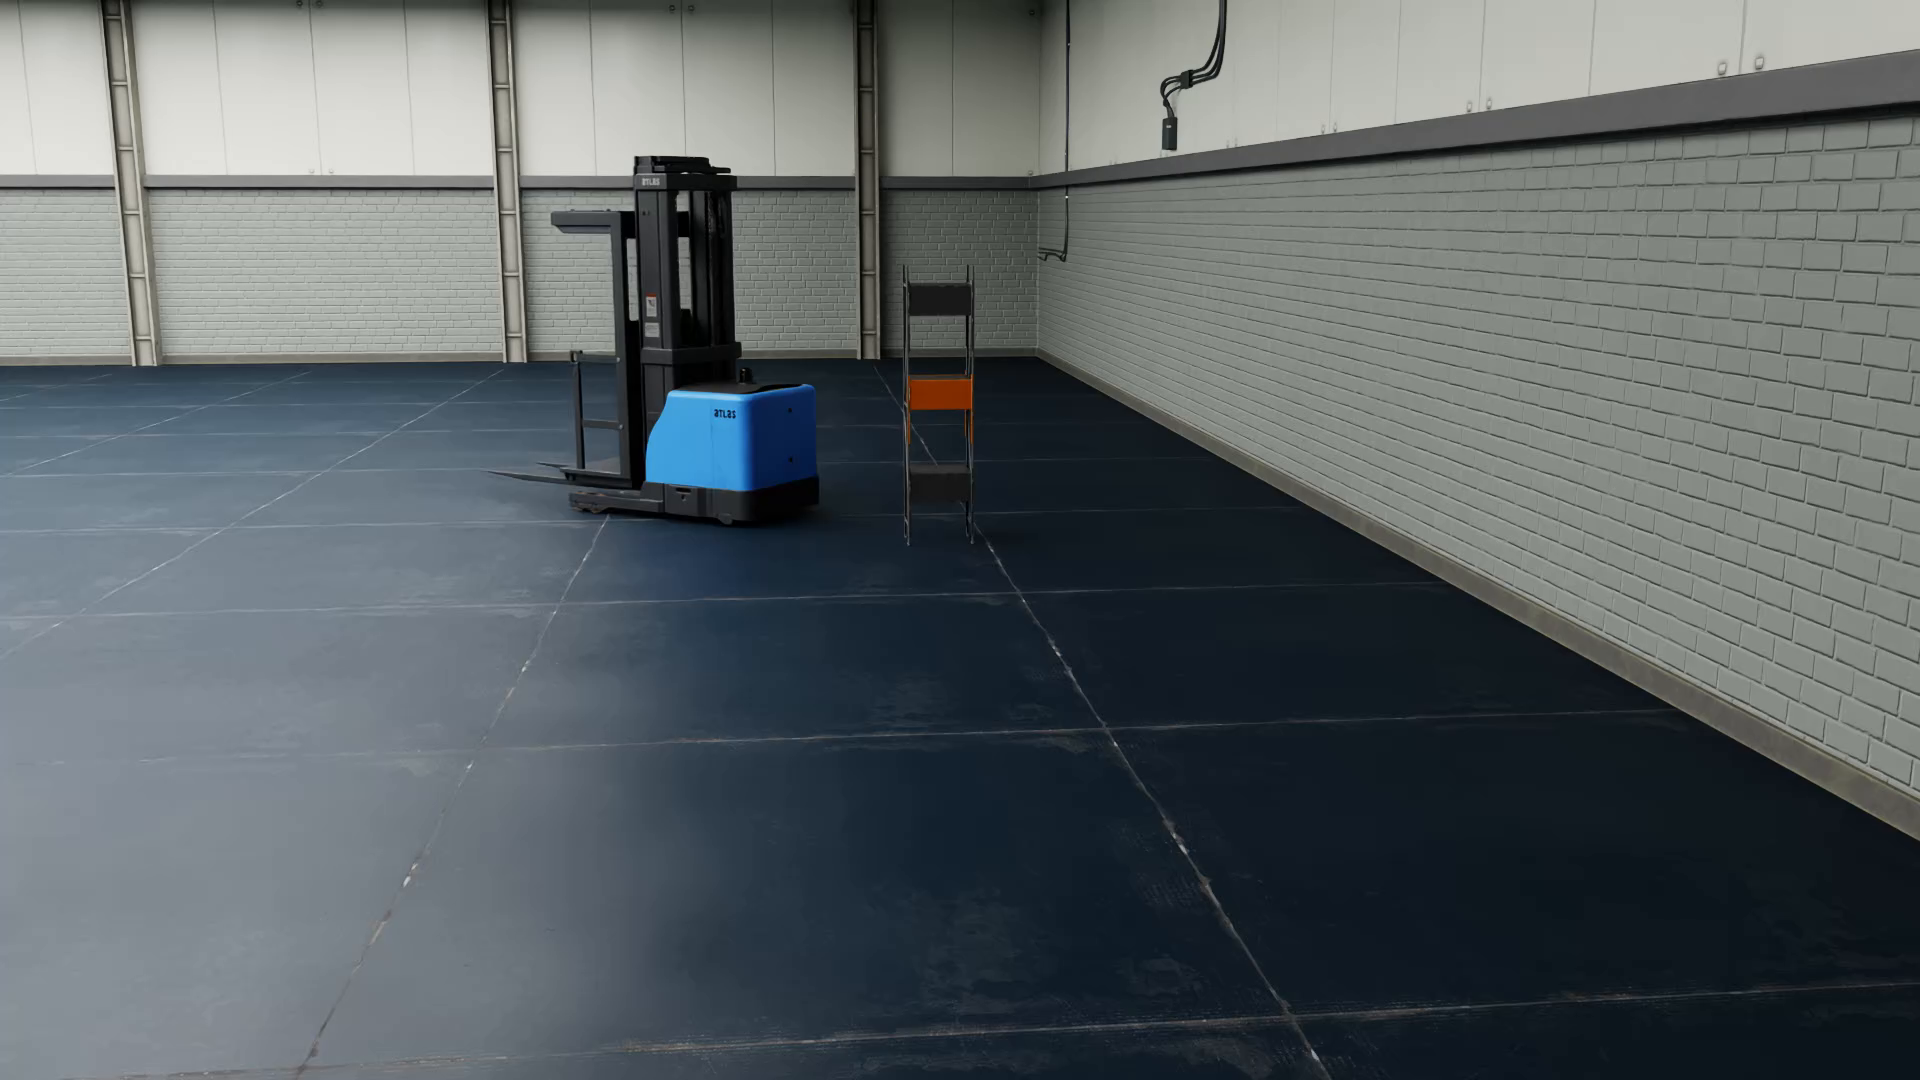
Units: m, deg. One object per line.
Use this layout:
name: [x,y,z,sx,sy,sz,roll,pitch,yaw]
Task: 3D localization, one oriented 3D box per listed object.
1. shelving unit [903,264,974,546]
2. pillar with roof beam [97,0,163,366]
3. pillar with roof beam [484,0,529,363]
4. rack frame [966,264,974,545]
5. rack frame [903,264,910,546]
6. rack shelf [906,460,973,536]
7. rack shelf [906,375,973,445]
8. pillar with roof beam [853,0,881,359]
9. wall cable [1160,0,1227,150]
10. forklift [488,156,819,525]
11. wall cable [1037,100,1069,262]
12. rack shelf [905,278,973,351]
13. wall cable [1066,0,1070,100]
shelving unit: [-0.165,-1.027,12.648,0.503,2.100,0.431,-1,11,-6]
pillar with roof beam: [-13.054,-6.503,22.619,0.400,9.000,9.100,-1,11,-6]
pillar with roof beam: [-7.089,-6.628,23.254,0.400,9.000,9.100,-1,11,-6]
rack frame: [0.078,-1.032,12.674,0.015,2.100,0.400,-1,11,-6]
rack frame: [-0.407,-1.022,12.622,0.015,2.100,0.400,-1,11,-6]
rack shelf: [-0.165,-0.327,12.786,0.480,0.518,0.431,-1,11,-6]
rack shelf: [-0.165,-1.013,12.651,0.480,0.518,0.431,-1,11,-6]
pillar with roof beam: [-1.124,-6.753,23.890,0.400,9.000,9.100,-1,11,-6]
wall cable: [2.492,-7.234,17.521,0.169,6.003,2.305,-1,11,-6]
forklift: [-2.729,-1.744,14.140,3.031,2.935,1.130,6,13,29]
wall cable: [1.482,-5.863,27.411,0.112,2.526,3.097,-1,11,-6]
rack shelf: [-0.165,-1.700,12.516,0.480,0.518,0.431,-1,11,-6]
wall cable: [1.774,-7.822,24.285,0.112,2.526,3.097,-1,11,-6]
